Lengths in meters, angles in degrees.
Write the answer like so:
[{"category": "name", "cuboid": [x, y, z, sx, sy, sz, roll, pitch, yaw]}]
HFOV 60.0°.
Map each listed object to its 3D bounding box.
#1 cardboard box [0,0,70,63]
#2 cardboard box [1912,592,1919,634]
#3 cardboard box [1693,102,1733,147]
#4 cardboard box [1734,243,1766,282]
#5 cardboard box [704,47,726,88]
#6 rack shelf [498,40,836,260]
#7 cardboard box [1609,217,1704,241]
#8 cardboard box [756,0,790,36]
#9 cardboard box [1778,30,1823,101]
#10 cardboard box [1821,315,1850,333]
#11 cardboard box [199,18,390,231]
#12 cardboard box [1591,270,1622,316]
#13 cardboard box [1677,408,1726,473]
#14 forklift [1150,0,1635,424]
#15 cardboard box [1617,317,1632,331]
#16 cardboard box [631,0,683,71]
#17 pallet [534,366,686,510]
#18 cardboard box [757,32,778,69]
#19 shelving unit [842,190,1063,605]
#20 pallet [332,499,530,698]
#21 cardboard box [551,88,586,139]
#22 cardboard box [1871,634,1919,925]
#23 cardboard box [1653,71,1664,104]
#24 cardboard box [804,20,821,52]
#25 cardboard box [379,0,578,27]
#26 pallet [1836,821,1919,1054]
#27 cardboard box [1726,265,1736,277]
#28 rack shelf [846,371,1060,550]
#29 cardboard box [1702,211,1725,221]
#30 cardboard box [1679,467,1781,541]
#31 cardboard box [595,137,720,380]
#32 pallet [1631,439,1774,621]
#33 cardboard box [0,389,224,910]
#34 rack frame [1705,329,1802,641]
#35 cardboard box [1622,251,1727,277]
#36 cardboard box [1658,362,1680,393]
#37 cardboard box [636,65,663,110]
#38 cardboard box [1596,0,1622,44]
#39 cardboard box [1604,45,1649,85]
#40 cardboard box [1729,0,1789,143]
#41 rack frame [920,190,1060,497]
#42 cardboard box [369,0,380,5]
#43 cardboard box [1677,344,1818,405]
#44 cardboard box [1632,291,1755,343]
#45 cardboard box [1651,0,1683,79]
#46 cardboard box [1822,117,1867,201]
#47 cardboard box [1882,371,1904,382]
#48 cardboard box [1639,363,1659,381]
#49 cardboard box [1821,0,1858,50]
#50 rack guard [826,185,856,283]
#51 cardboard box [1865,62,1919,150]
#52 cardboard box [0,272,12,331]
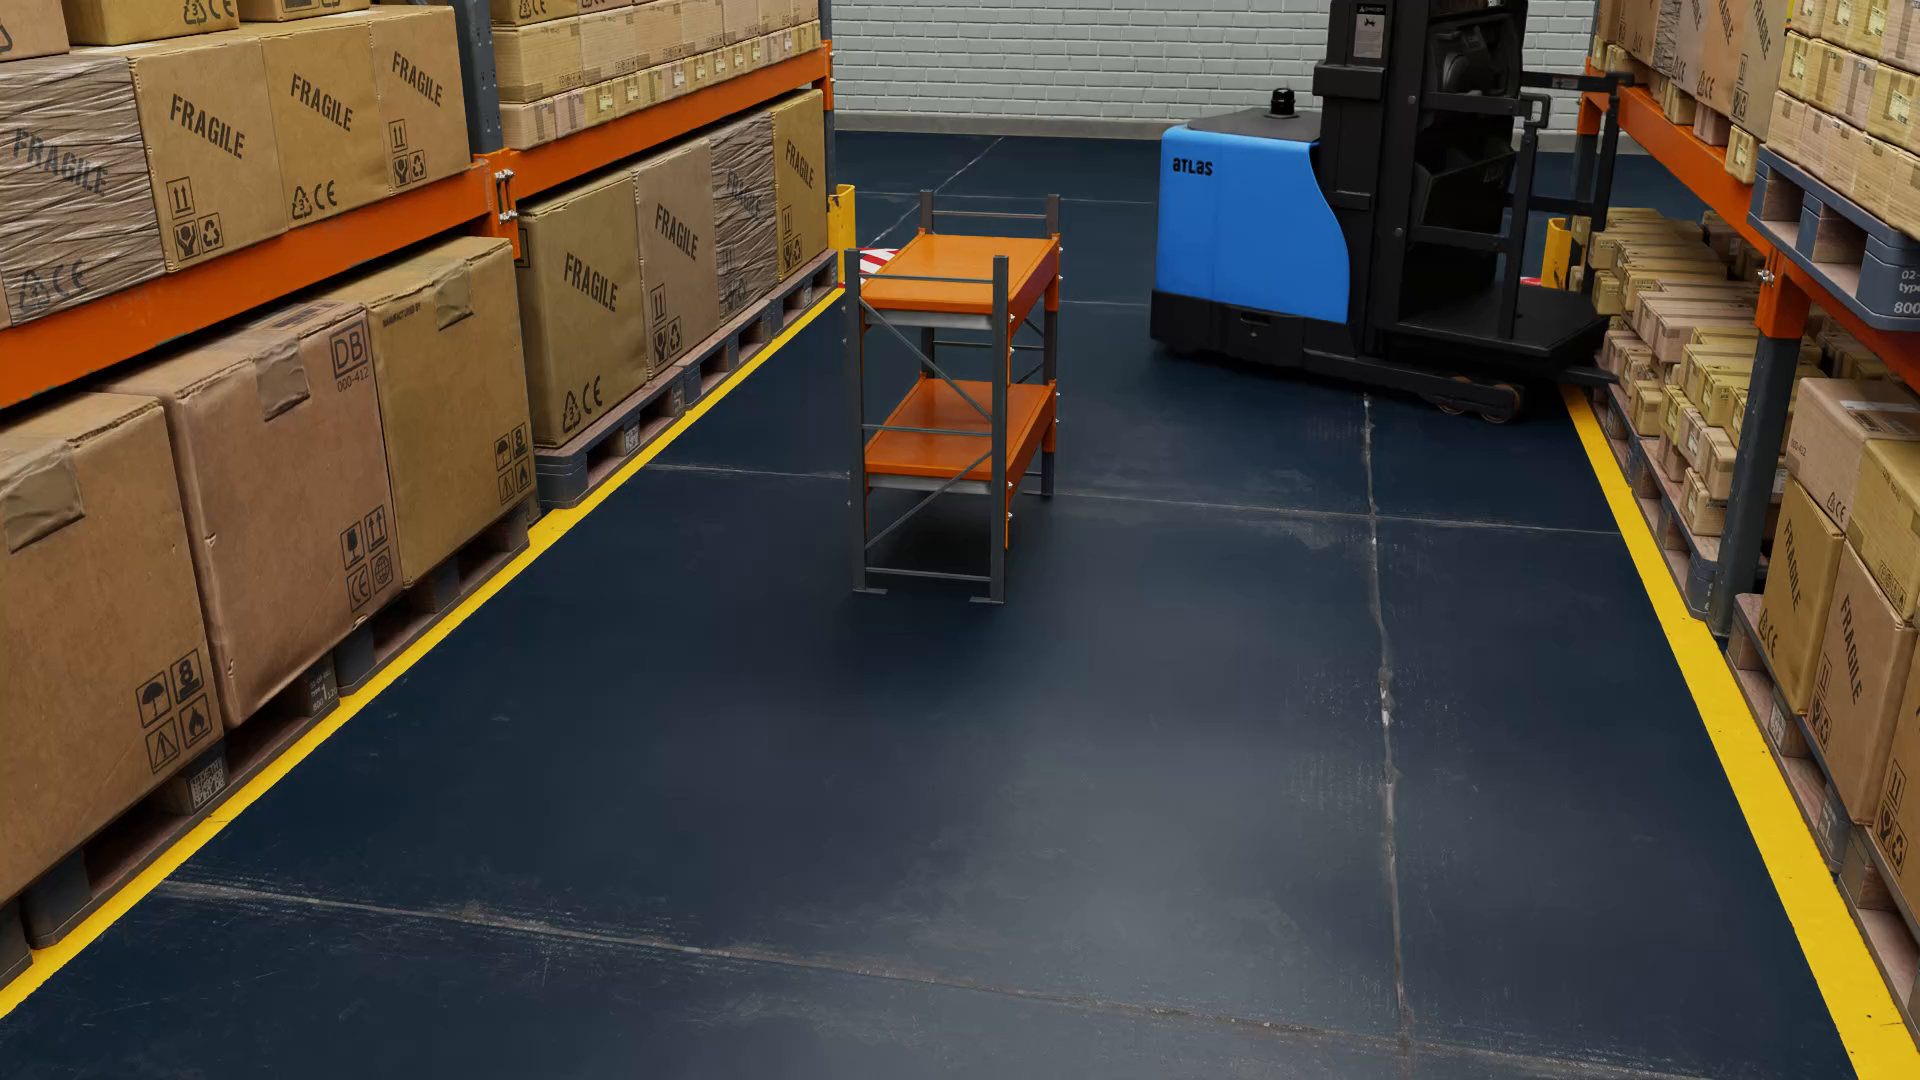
[{"category": "cardboard box", "cuboid": [-2.409, -1.285, 3.553, 0.797, 0.503, 0.637, 5, 23, 13]}, {"category": "cardboard box", "cuboid": [2.187, 0.177, 3.180, 0.500, 0.250, 0.500, 5, 23, 13]}, {"category": "cardboard box", "cuboid": [2.802, -1.467, 5.817, 0.380, 0.149, 0.250, 3, 22, 9]}, {"category": "cardboard box", "cuboid": [3.617, -1.188, 7.245, 0.380, 0.149, 0.250, 4, 22, 9]}, {"category": "cardboard box", "cuboid": [-1.270, -2.118, 7.435, 0.380, 0.149, 0.250, 5, 22, 12]}, {"category": "rack shelf", "cuboid": [-1.616, -1.884, 7.480, 1.077, 0.370, 4.000, 4, 22, 11]}, {"category": "cardboard box", "cuboid": [3.249, -1.407, 7.789, 0.380, 0.149, 0.250, 5, 22, 12]}, {"category": "cardboard box", "cuboid": [-1.151, -2.635, 8.183, 0.500, 0.250, 0.500, 4, 22, 10]}, {"category": "cardboard box", "cuboid": [2.281, -1.179, 4.141, 0.380, 0.149, 0.250, 5, 22, 12]}, {"category": "cardboard box", "cuboid": [3.365, -0.706, 6.050, 0.380, 0.149, 0.250, 5, 22, 12]}, {"category": "cardboard box", "cuboid": [-1.960, -1.160, 4.586, 0.500, 0.500, 0.500, 5, 23, 13]}, {"category": "cardboard box", "cuboid": [3.036, -1.095, 7.413, 0.380, 0.149, 0.250, 5, 23, 13]}, {"category": "cardboard box", "cuboid": [2.607, -0.321, 5.491, 0.380, 0.149, 0.250, 3, 22, 8]}, {"category": "forklift", "cuboid": [2.394, -2.078, 7.090, 3.031, 2.935, 1.130, 17, 27, 36]}, {"category": "cardboard box", "cuboid": [3.072, -0.860, 7.229, 0.380, 0.149, 0.250, 5, 22, 11]}, {"category": "cardboard box", "cuboid": [-1.465, -2.078, 6.801, 0.500, 0.250, 0.500, 5, 22, 12]}, {"category": "pallet", "cuboid": [-1.792, -0.465, 6.726, 1.003, 0.211, 1.213, 4, 22, 11]}, {"category": "cardboard box", "cuboid": [-1.114, -2.399, 8.131, 0.380, 0.149, 0.250, 5, 22, 12]}, {"category": "shelving unit", "cuboid": [0.001, -0.524, 5.650, 0.538, 1.125, 1.048, 4, 22, 11]}, {"category": "pallet", "cuboid": [-2.107, 0.095, 5.335, 1.003, 0.211, 1.213, 4, 22, 11]}, {"category": "cardboard box", "cuboid": [-1.584, -1.549, 6.020, 0.380, 0.149, 0.250, 4, 22, 9]}, {"category": "cardboard box", "cuboid": [2.201, 0.530, 3.307, 0.500, 0.500, 0.500, 5, 22, 12]}, {"category": "cardboard box", "cuboid": [3.046, -1.843, 6.751, 0.380, 0.149, 0.250, 4, 22, 10]}, {"category": "cardboard box", "cuboid": [-0.958, -2.677, 8.823, 0.380, 0.149, 0.250, 5, 22, 12]}, {"category": "cardboard box", "cuboid": [-1.676, -2.058, 5.748, 0.500, 0.500, 0.500, 4, 22, 11]}, {"category": "pallet", "cuboid": [2.407, 0.955, 3.201, 1.003, 0.211, 1.213, 4, 22, 11]}, {"category": "cardboard box", "cuboid": [3.695, -1.140, 7.524, 0.380, 0.149, 0.250, 4, 22, 9]}, {"category": "rack shelf", "cuboid": [0.001, -0.297, 5.741, 0.538, 0.278, 1.000, 4, 22, 11]}, {"category": "cardboard box", "cuboid": [3.767, -1.470, 7.945, 0.380, 0.149, 0.250, 5, 22, 12]}, {"category": "cardboard box", "cuboid": [2.558, -0.113, 5.373, 0.380, 0.149, 0.250, 5, 22, 12]}, {"category": "cardboard box", "cuboid": [-1.627, -1.260, 7.249, 0.875, 0.875, 0.875, 4, 22, 11]}, {"category": "pallet", "cuboid": [2.914, -0.026, 5.636, 1.003, 0.211, 1.213, 4, 22, 11]}, {"category": "cardboard box", "cuboid": [-2.489, 0.191, 3.646, 1.225, 0.875, 0.875, 5, 22, 11]}, {"category": "rack frame", "cuboid": [2.811, -1.071, 4.498, 1.000, 3.000, 0.127, 4, 22, 11]}, {"category": "cardboard box", "cuboid": [3.037, -1.127, 7.094, 0.380, 0.149, 0.250, 5, 23, 13]}, {"category": "cardboard box", "cuboid": [2.825, -0.599, 6.182, 0.380, 0.149, 0.250, 5, 22, 12]}, {"category": "cardboard box", "cuboid": [-1.427, -1.835, 6.731, 0.380, 0.149, 0.250, 4, 22, 10]}, {"category": "cardboard box", "cuboid": [3.265, -2.575, 7.701, 0.500, 0.500, 0.500, 6, 23, 13]}, {"category": "cardboard box", "cuboid": [3.122, -2.134, 7.472, 0.380, 0.149, 0.250, 4, 22, 9]}, {"category": "cardboard box", "cuboid": [2.633, -1.454, 4.917, 0.500, 0.500, 0.500, 4, 22, 11]}, {"category": "rack frame", "cuboid": [0.105, -0.710, 6.111, 0.500, 1.125, 0.032, 4, 22, 11]}, {"category": "cardboard box", "cuboid": [-2.192, -2.091, 5.829, 0.500, 0.500, 0.500, 5, 22, 12]}, {"category": "cardboard box", "cuboid": [2.686, -0.558, 5.681, 0.380, 0.149, 0.250, 4, 22, 10]}, {"category": "cardboard box", "cuboid": [2.823, -0.852, 6.412, 0.380, 0.149, 0.250, 4, 22, 9]}, {"category": "cardboard box", "cuboid": [2.971, -2.013, 6.304, 0.500, 0.500, 0.500, 4, 22, 10]}, {"category": "cardboard box", "cuboid": [2.175, -0.848, 3.717, 0.380, 0.149, 0.250, 5, 22, 11]}, {"category": "cardboard box", "cuboid": [3.199, -0.426, 5.354, 0.380, 0.149, 0.250, 6, 23, 14]}, {"category": "cardboard box", "cuboid": [2.888, -0.582, 6.537, 0.380, 0.149, 0.250, 5, 22, 12]}, {"category": "cardboard box", "cuboid": [2.230, -1.214, 3.831, 0.380, 0.149, 0.250, 5, 22, 12]}, {"category": "rack guard", "cuboid": [-1.203, -1.799, 9.650, 1.175, 0.500, 0.348, 4, 22, 11]}, {"category": "cardboard box", "cuboid": [2.125, -0.894, 3.434, 0.380, 0.149, 0.250, 4, 22, 9]}, {"category": "cardboard box", "cuboid": [-2.270, -0.603, 3.203, 0.500, 0.500, 0.500, 4, 22, 10]}]
